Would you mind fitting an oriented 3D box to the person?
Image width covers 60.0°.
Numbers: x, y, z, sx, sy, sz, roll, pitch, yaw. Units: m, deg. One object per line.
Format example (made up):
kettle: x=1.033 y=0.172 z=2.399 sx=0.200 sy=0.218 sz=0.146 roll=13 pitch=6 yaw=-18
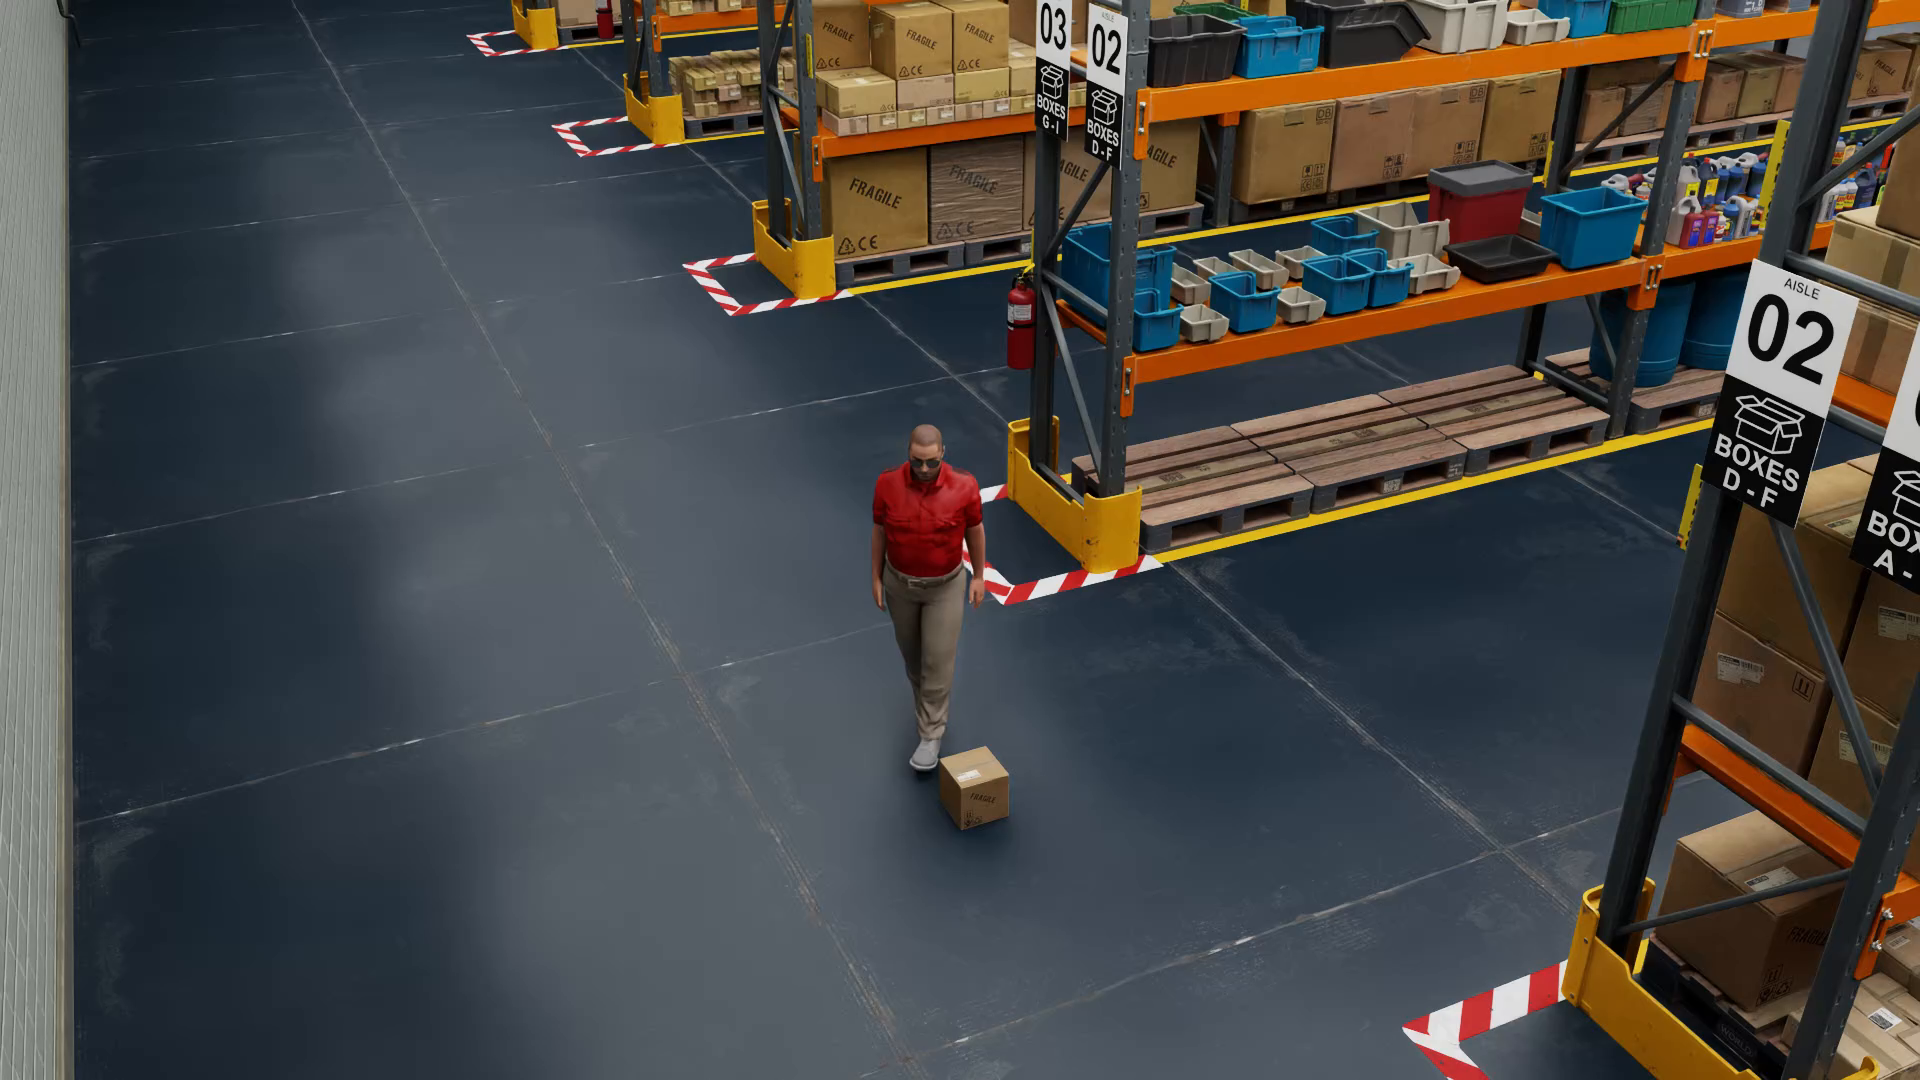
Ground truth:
person: x=-0.174 y=0.249 z=8.024 sx=0.550 sy=1.712 sz=0.770 roll=4 pitch=30 yaw=8
